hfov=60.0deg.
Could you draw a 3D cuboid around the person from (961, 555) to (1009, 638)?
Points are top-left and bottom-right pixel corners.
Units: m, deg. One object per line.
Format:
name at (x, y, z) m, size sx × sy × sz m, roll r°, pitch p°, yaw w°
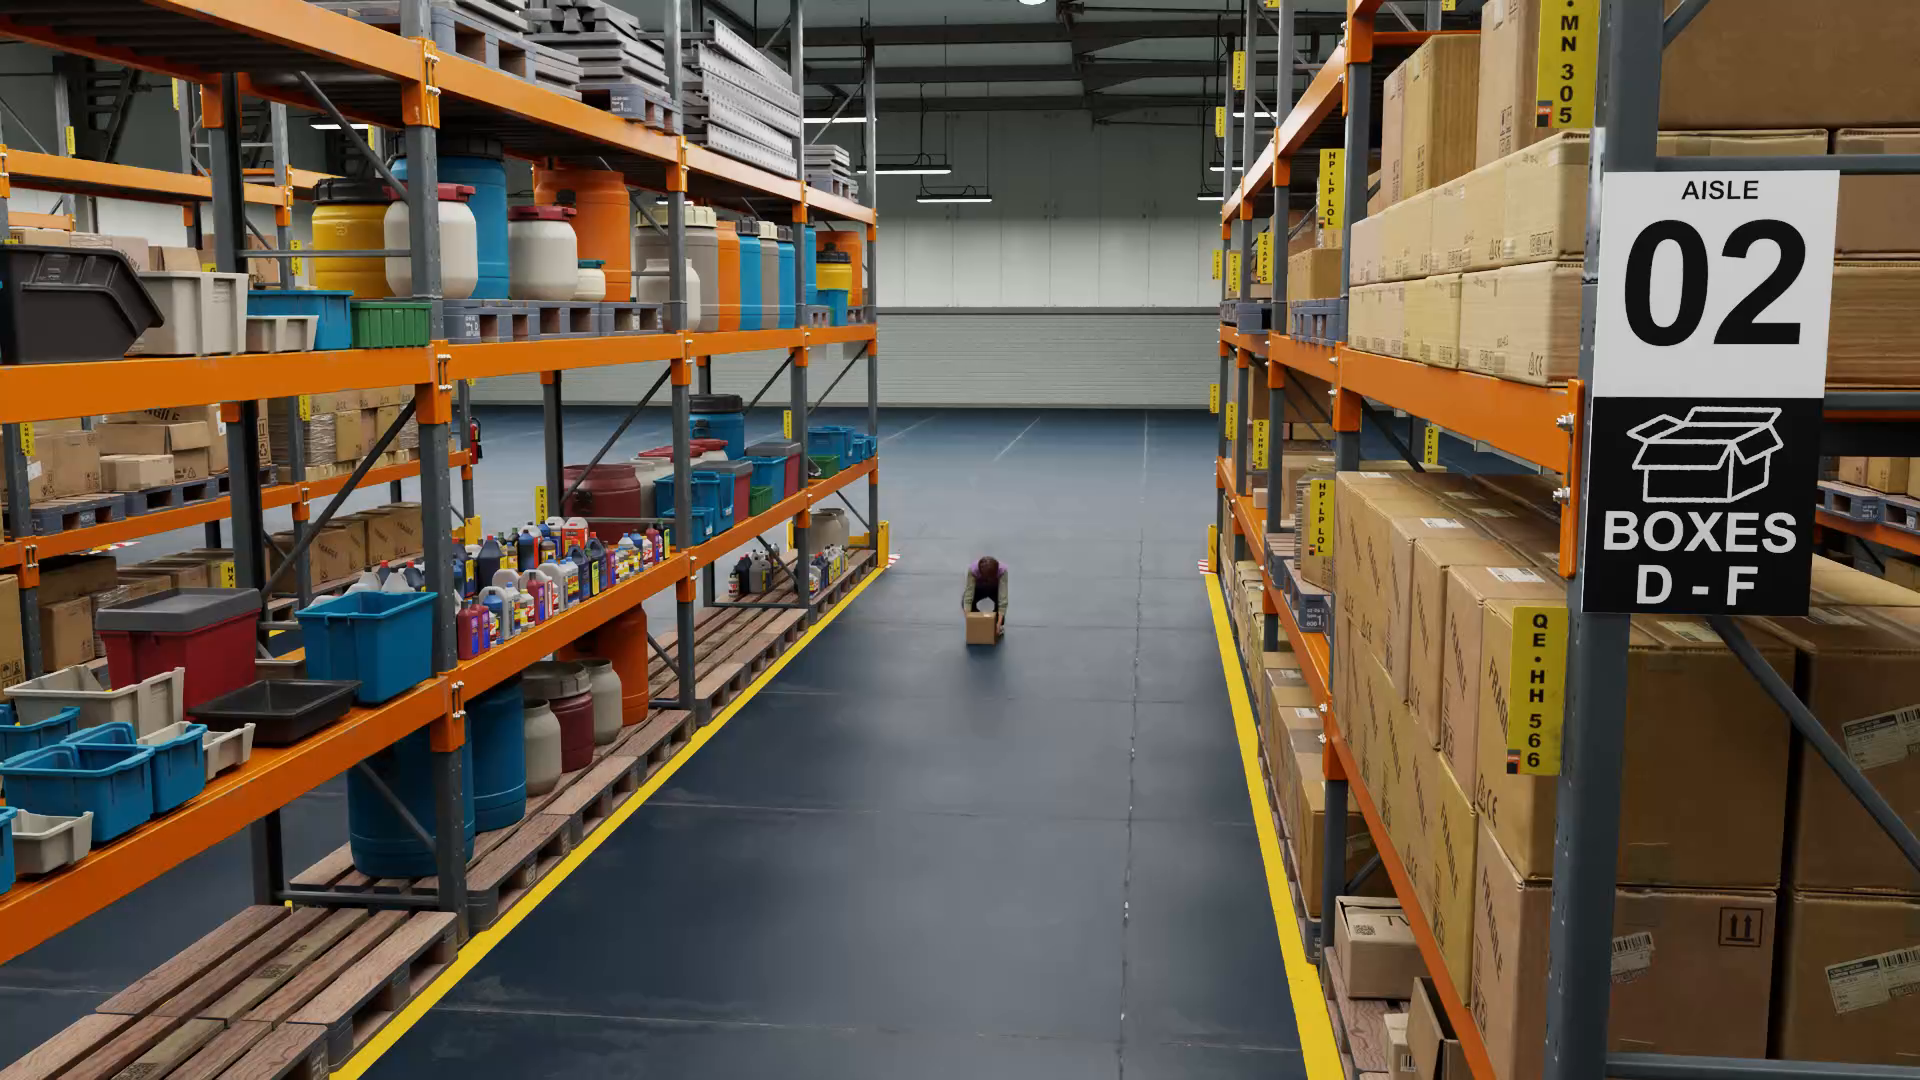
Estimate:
person at (0.239, 0.488, 15.303) m, size 0.435 × 0.782 × 0.803 m, roll 1°, pitch 8°, yaw 6°
